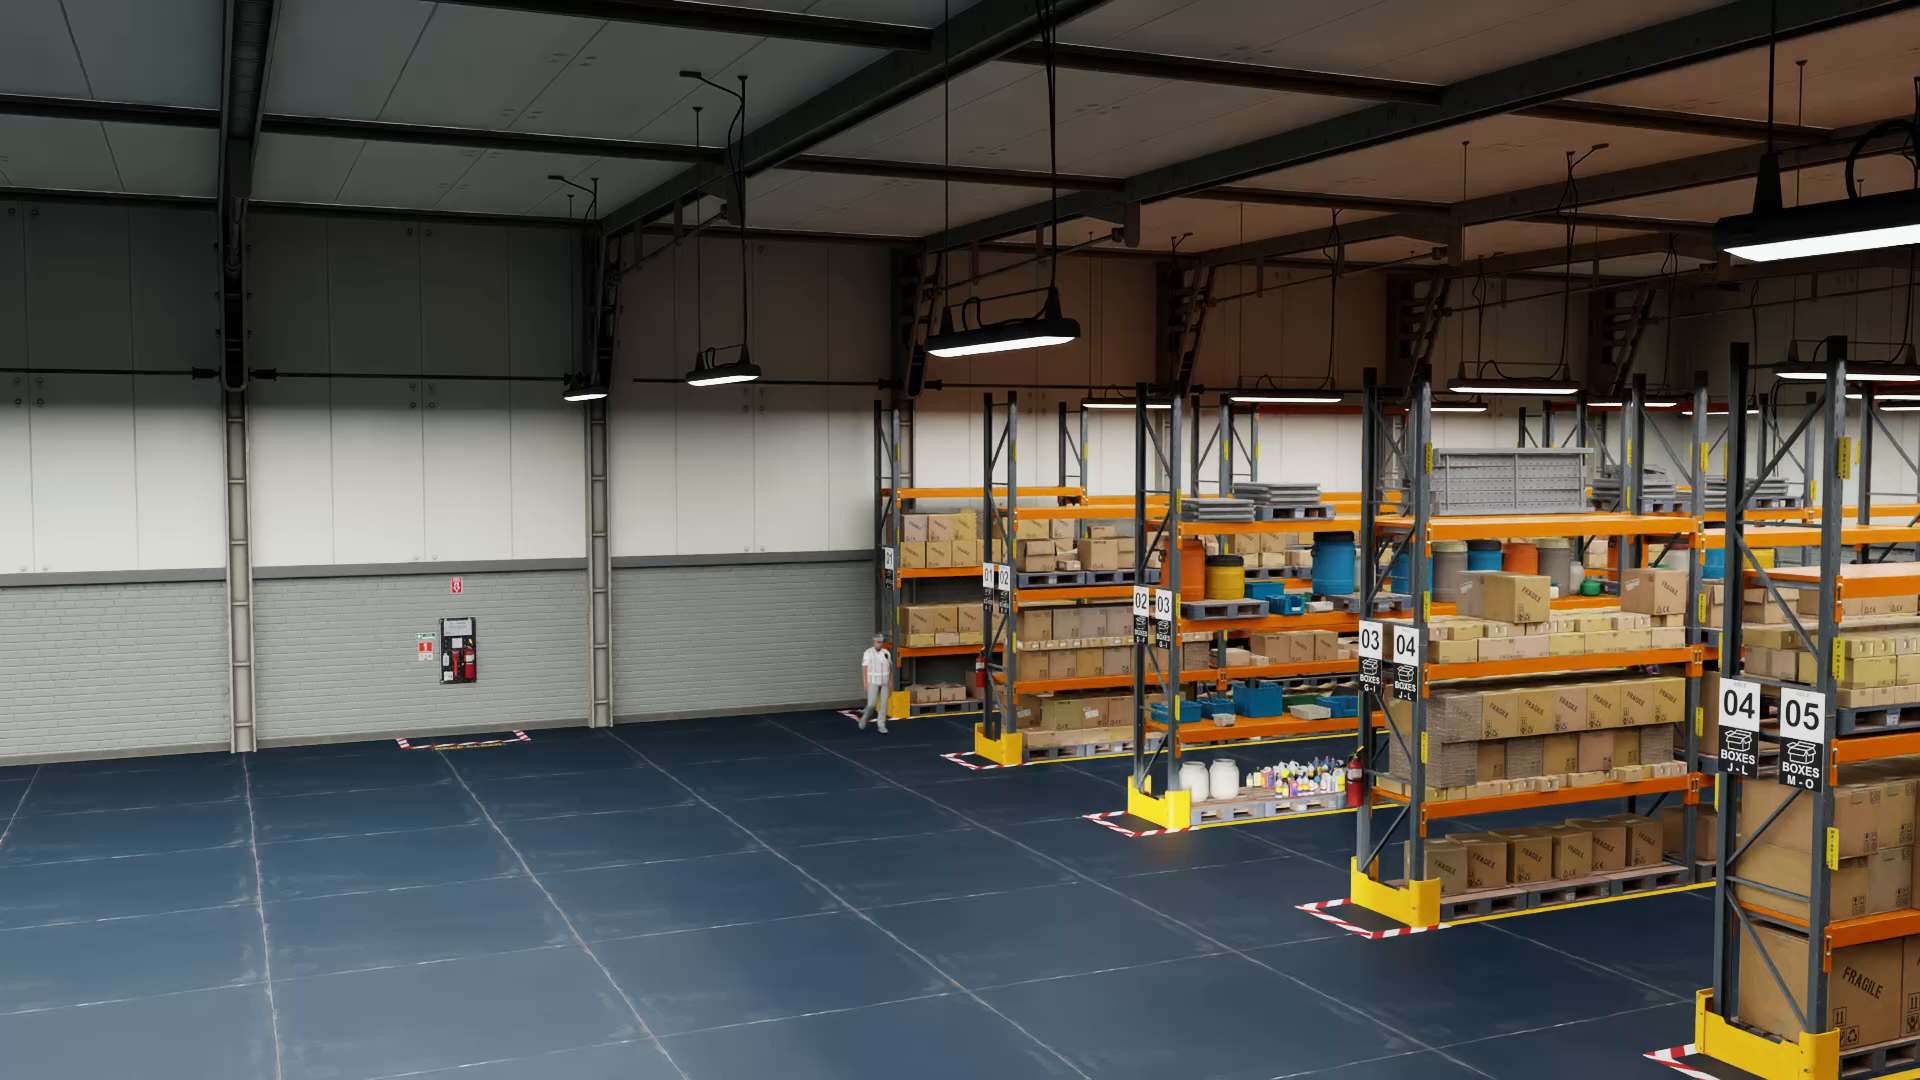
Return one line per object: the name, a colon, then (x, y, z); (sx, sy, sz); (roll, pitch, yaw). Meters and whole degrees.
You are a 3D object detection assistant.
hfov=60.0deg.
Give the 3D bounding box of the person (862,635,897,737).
person: (-1.387, 2.609, 29.608); (0.673, 1.798, 0.557); (3, 4, 39)
